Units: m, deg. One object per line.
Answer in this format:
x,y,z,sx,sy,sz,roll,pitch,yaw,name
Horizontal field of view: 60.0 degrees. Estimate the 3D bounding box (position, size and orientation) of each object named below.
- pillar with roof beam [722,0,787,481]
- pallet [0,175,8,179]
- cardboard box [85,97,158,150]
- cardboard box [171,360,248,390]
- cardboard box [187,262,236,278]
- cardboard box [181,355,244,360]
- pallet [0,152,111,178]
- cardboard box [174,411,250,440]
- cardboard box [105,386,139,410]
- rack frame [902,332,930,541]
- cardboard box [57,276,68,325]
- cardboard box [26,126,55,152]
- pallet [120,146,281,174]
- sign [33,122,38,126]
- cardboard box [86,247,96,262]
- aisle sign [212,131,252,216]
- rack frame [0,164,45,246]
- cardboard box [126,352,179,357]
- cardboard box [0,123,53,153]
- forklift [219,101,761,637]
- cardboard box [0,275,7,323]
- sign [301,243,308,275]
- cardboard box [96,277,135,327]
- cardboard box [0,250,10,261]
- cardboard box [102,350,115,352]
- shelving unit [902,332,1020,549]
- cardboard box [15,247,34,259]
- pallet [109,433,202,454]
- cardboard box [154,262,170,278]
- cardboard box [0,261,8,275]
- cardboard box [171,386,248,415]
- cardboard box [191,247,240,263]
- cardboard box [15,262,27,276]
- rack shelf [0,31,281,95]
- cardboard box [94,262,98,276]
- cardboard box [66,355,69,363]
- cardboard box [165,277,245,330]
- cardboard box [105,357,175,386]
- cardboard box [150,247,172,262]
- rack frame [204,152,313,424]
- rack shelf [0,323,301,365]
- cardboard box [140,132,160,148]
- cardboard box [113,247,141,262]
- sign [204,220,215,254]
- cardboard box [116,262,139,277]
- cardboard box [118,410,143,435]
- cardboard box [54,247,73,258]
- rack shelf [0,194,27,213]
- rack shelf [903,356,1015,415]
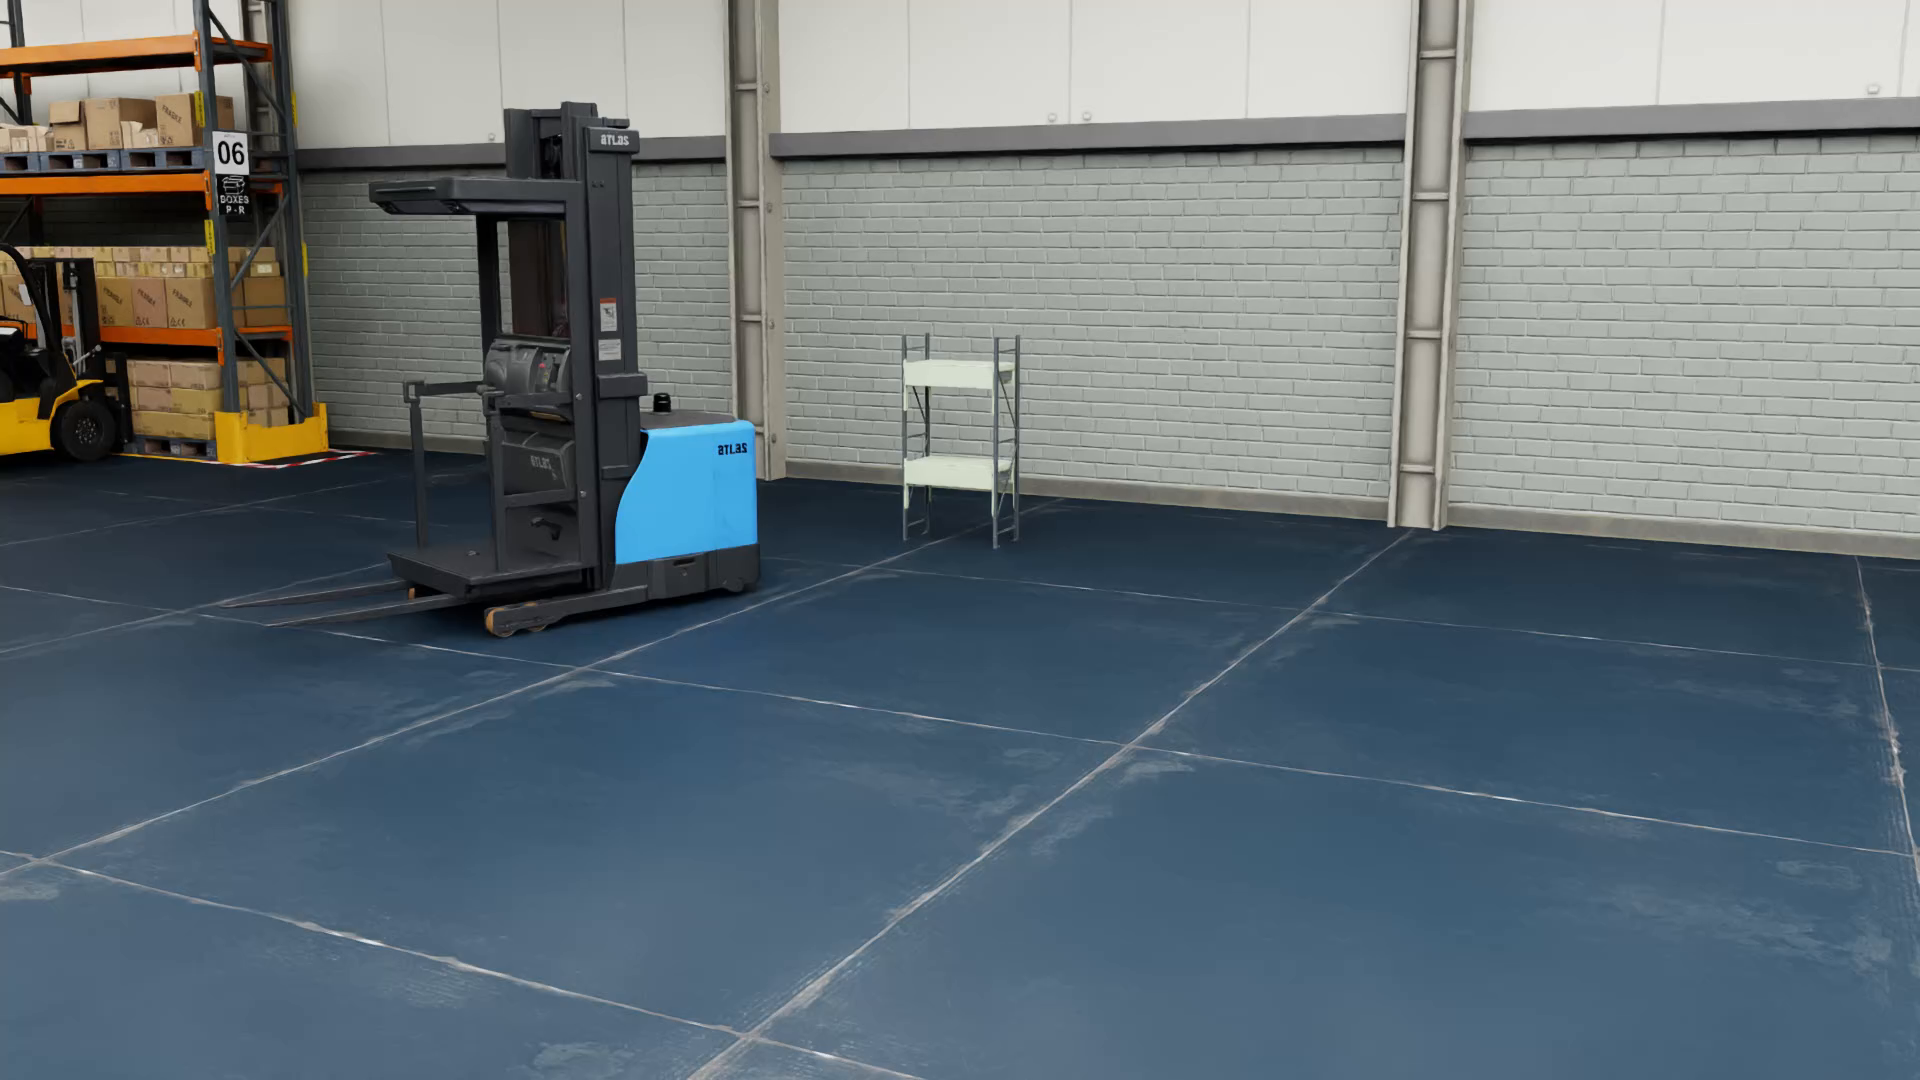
-3.757,-4.324,10.851,0.400,9.000,9.100,5,11,26,pillar with roof beam
-11.391,-4.098,18.562,1.217,0.209,0.805,5,11,24,pallet
-8.386,-4.207,16.888,0.500,0.500,0.700,5,11,26,cardboard box
-7.558,-1.665,16.742,0.500,0.250,0.500,5,12,28,cardboard box
-7.442,-2.684,16.535,0.250,0.149,0.380,5,11,27,cardboard box
-7.804,-1.786,17.407,0.500,0.250,0.500,5,11,26,cardboard box
-9.818,-4.018,17.832,1.213,0.211,1.003,5,11,26,pallet
-7.568,-1.173,16.832,0.500,0.250,0.500,5,11,26,cardboard box
-8.499,-1.500,17.231,0.500,0.250,0.500,5,11,25,cardboard box
-0.322,-0.766,12.253,0.023,1.500,0.400,5,11,26,rack frame
-9.383,-2.543,17.576,0.500,0.500,0.500,5,11,25,cardboard box
-9.397,-4.149,17.224,0.258,0.266,0.396,5,11,24,cardboard box
-7.630,-3.825,16.770,1.213,0.211,1.003,5,11,26,pallet
-10.350,-4.506,18.610,0.005,0.325,0.100,5,11,26,sign
-8.800,-2.962,17.238,0.250,0.149,0.380,5,11,27,cardboard box
-7.078,-3.560,16.179,0.004,0.787,0.394,5,11,26,aisle sign
-10.594,-2.648,18.440,0.127,3.000,1.000,5,11,26,rack frame
-8.704,-1.868,17.864,0.500,0.250,0.500,5,11,25,cardboard box
-9.956,-4.232,17.557,0.500,0.311,0.500,5,12,27,cardboard box
-2.678,-1.006,9.557,3.031,2.935,1.130,-9,14,-42,forklift
-10.312,-2.621,18.007,0.500,0.500,0.500,5,11,24,cardboard box
-6.756,-2.886,17.101,0.005,0.325,0.100,5,11,26,sign
-8.485,-2.462,17.129,0.500,0.500,0.500,5,11,25,cardboard box
-10.157,-3.087,17.928,0.250,0.149,0.380,5,11,27,cardboard box
-9.606,-1.948,18.307,0.500,0.250,0.500,5,11,25,cardboard box
0.006,-0.737,12.094,0.755,1.500,0.431,5,11,26,shelving unit
-9.747,-3.029,17.606,0.250,0.149,0.380,5,12,27,cardboard box
-8.801,-1.111,17.775,1.213,0.211,1.003,5,11,26,pallet
-7.890,-2.730,16.787,0.250,0.149,0.380,5,12,27,cardboard box
-10.192,-2.929,17.891,0.250,0.149,0.380,5,12,27,cardboard box
-7.582,-1.421,16.797,0.500,0.250,0.500,5,11,25,cardboard box
-7.421,-2.842,16.575,0.250,0.149,0.380,5,11,26,cardboard box
-9.757,-2.882,17.629,0.250,0.149,0.380,5,12,27,cardboard box
-8.801,-4.892,17.135,4.000,0.370,1.077,5,11,26,rack shelf
-8.787,-2.815,17.261,0.250,0.149,0.380,5,11,25,cardboard box
-9.394,-1.826,17.633,0.500,0.250,0.500,5,12,28,cardboard box
-7.565,-2.379,16.672,0.500,0.500,0.500,5,11,25,cardboard box
-8.475,-1.743,17.170,0.500,0.250,0.500,5,11,27,cardboard box
-7.903,-2.873,16.745,0.250,0.149,0.380,5,12,27,cardboard box
-7.007,-2.333,16.698,0.127,3.000,1.000,5,11,26,rack frame
-8.801,-2.137,17.633,4.000,0.370,1.077,5,11,26,rack shelf
-7.884,-3.958,16.500,0.250,0.149,0.380,5,11,24,cardboard box
-8.376,-2.907,16.935,0.250,0.149,0.380,5,12,27,cardboard box
-7.260,-2.934,16.101,0.005,0.325,0.100,5,11,26,sign
-8.367,-2.764,16.980,0.250,0.149,0.380,5,11,24,cardboard box
-8.455,-1.255,17.282,0.500,0.250,0.500,5,11,26,cardboard box
-9.249,-3.002,17.455,0.250,0.149,0.380,5,11,26,cardboard box
-12.388,-3.928,19.108,4.000,0.370,1.077,5,11,26,rack shelf
0.006,-1.122,12.024,0.720,0.370,0.431,5,11,26,rack shelf
